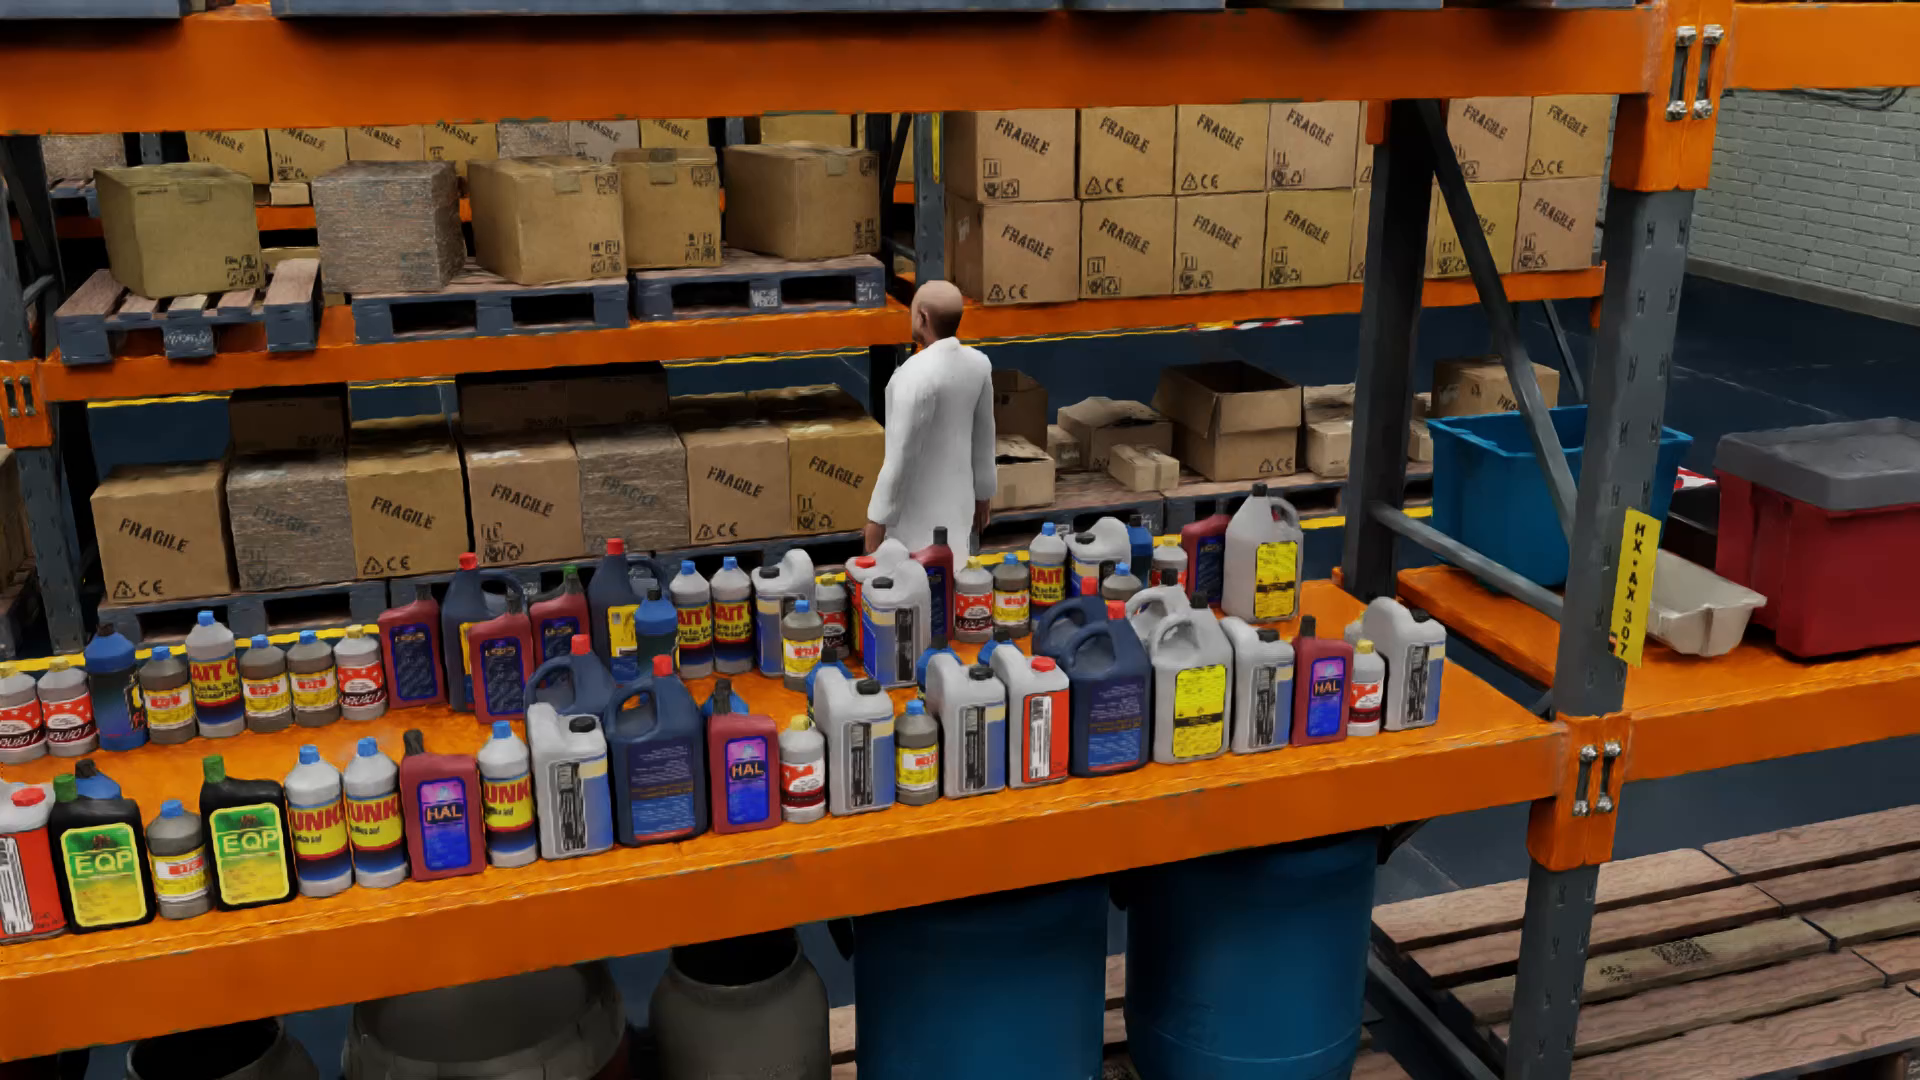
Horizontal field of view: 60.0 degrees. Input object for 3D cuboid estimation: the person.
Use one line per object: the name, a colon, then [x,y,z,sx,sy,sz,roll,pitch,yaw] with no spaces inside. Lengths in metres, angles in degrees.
person: [-0.098,-0.114,6.412,0.709,1.775,0.669,10,21,27]
